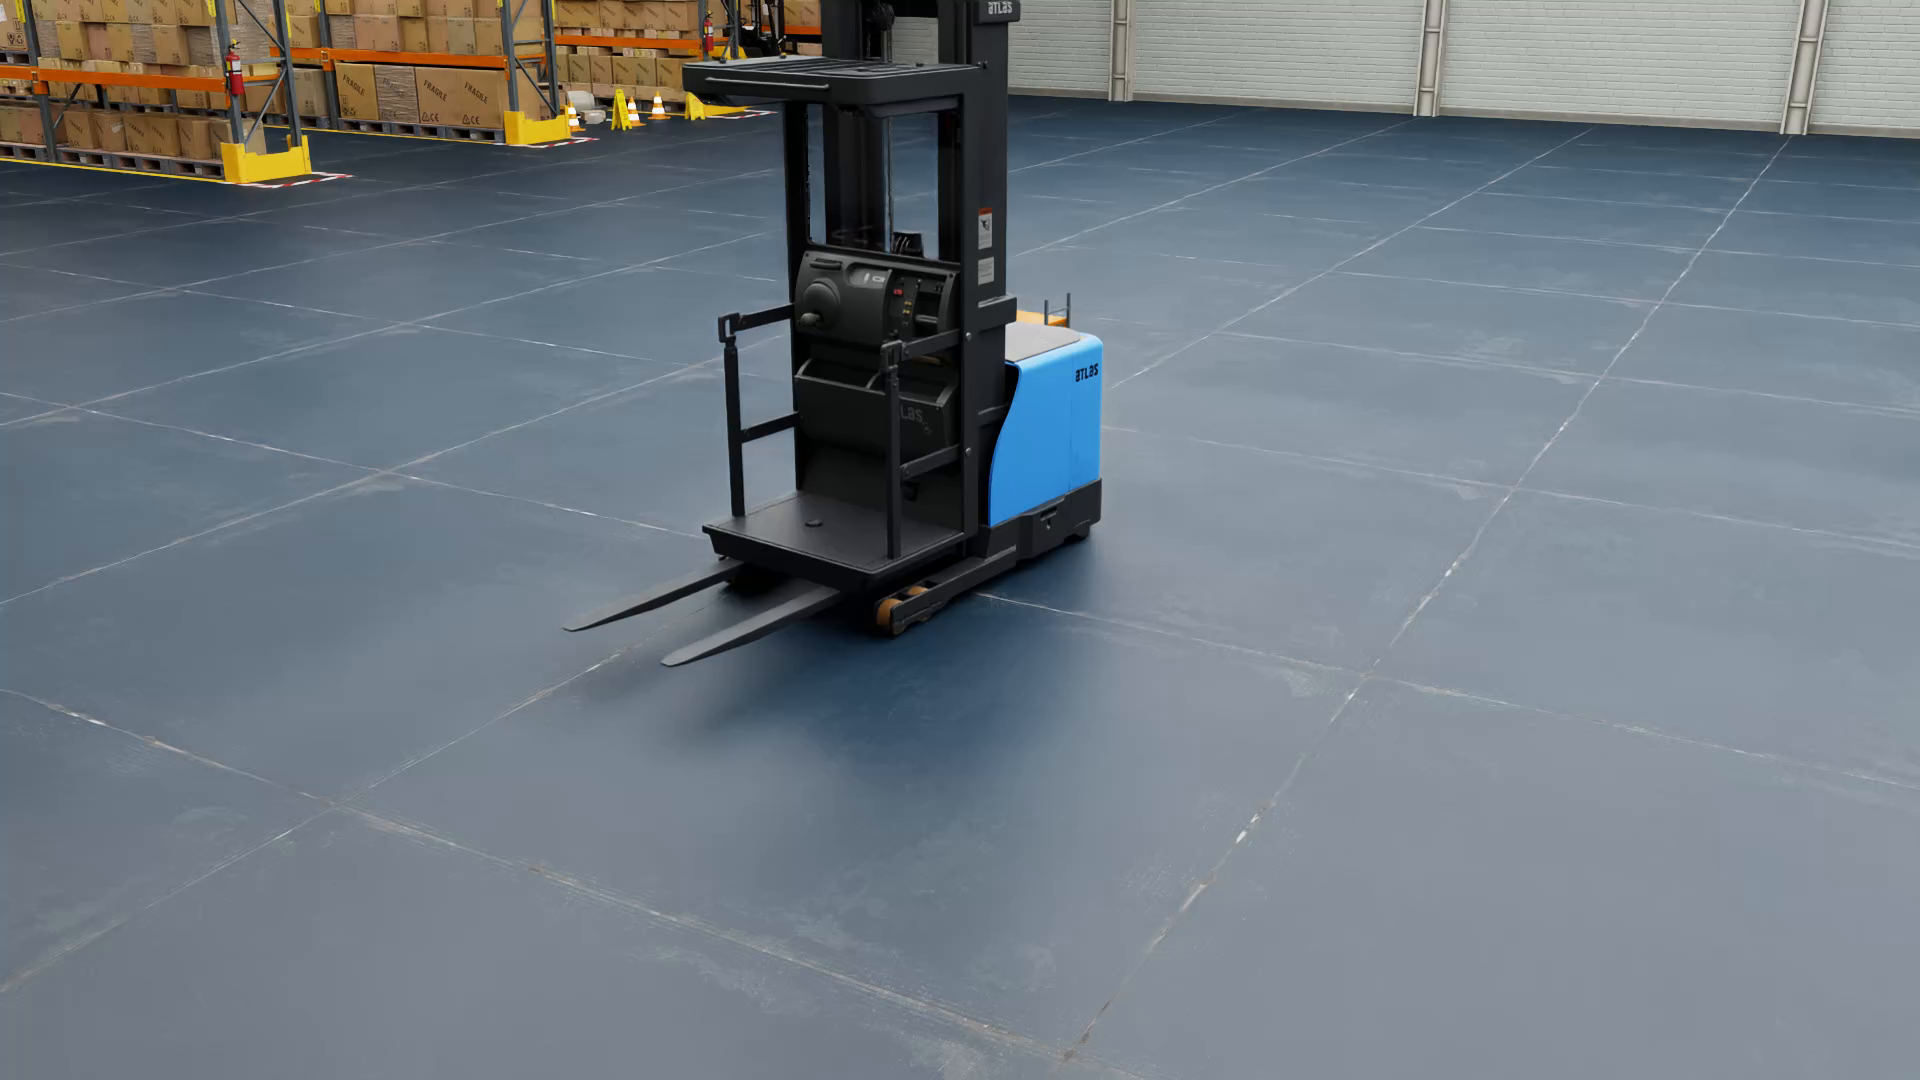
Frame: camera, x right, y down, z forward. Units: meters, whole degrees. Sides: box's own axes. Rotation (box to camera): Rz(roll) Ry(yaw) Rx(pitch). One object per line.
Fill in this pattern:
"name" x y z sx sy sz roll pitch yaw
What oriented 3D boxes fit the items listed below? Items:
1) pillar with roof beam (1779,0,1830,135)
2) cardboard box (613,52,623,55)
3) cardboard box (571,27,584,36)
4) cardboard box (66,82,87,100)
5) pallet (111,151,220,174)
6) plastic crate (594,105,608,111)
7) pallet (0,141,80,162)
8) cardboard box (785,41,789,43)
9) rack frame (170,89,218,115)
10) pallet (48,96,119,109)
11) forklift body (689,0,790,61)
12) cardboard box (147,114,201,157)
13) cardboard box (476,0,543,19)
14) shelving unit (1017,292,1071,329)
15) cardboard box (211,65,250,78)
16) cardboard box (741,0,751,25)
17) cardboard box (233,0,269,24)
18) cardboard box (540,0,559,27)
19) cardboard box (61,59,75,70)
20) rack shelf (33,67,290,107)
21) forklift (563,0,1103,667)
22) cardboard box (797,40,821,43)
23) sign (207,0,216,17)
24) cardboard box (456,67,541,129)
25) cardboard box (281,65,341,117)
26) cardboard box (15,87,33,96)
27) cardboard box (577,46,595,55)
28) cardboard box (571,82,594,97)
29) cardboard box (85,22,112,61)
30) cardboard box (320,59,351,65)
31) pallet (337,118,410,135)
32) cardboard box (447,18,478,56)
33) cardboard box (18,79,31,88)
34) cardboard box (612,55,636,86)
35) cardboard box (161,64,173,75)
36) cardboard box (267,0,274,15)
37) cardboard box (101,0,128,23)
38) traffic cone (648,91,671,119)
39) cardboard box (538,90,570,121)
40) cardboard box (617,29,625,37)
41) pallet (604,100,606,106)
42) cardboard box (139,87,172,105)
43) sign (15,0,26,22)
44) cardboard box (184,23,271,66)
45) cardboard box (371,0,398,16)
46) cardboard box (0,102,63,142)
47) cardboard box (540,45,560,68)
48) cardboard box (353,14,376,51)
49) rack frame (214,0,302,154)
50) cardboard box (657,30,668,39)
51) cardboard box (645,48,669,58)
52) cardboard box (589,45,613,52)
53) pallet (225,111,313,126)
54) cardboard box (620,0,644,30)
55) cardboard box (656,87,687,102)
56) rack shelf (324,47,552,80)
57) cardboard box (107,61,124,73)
"pillar with roof beam" 11.536 -9.600 22.135 0.400 9.000 9.100 11 23 27
"cardboard box" -6.281 -8.928 31.396 0.500 0.500 0.500 12 23 30
"cardboard box" -7.010 -9.479 30.966 0.250 0.149 0.380 12 23 29
"cardboard box" -16.151 -8.431 30.759 0.500 0.500 0.500 12 23 30
"pallet" -10.980 -5.293 23.148 1.213 0.211 1.003 11 23 27
"plastic crate" -6.849 -7.980 30.748 0.583 0.080 0.402 3 20 9
"pallet" -13.333 -5.726 24.341 1.213 0.211 1.003 11 23 27
"cardboard box" -3.797 -10.280 34.757 0.500 0.250 0.500 10 22 26
"rack frame" -13.638 -9.033 29.368 0.127 3.000 1.000 11 23 27
"pallet" -16.449 -8.258 31.321 1.213 0.211 1.003 11 23 27
"forklift body" -4.455 -10.044 33.401 1.214 2.155 2.313 11 23 27
"cardboard box" -10.773 -5.573 22.879 0.500 0.500 0.500 13 24 32
"cardboard box" -6.958 -8.354 25.692 0.550 0.550 0.875 11 23 27
"shelving unit" 0.333 -0.804 9.322 0.503 1.200 0.258 14 24 34
"cardboard box" -9.510 -6.111 21.680 0.250 0.149 0.380 11 23 27
"cardboard box" -4.237 -11.066 34.827 0.500 0.500 0.500 11 22 27
"cardboard box" -9.508 -7.072 21.913 0.500 0.500 0.500 11 23 27
"cardboard box" -7.571 -9.889 31.145 0.500 0.500 0.500 11 23 27
"cardboard box" -12.168 -6.586 22.990 0.250 0.149 0.380 11 23 27
"rack shelf" -10.907 -6.237 22.715 4.000 0.370 1.077 11 23 27
"forklift" -0.532 -1.132 7.686 1.130 2.935 3.031 15 25 35
"cardboard box" -3.107 -10.351 34.951 0.500 0.250 0.500 11 22 27
"sign" -9.449 -6.774 20.978 0.005 0.325 0.100 11 23 27
"cardboard box" -7.278 -6.994 26.248 0.875 0.875 0.875 11 23 28
"cardboard box" -10.731 -7.584 28.057 0.750 0.750 1.050 11 23 27
"cardboard box" -17.638 -8.519 31.516 0.250 0.149 0.380 11 23 28
"cardboard box" -6.907 -9.118 30.969 0.250 0.149 0.380 12 23 29
"cardboard box" -6.965 -8.499 31.312 0.500 0.250 0.500 12 23 30
"cardboard box" -11.385 -6.855 22.780 0.500 0.500 0.875 11 23 27
"cardboard box" -12.651 -10.011 34.565 0.875 0.875 0.875 11 23 28
"pallet" -9.520 -6.907 27.597 1.213 0.211 1.003 11 23 27
"cardboard box" -7.490 -7.906 26.042 0.550 0.550 0.875 11 23 27
"cardboard box" -17.560 -8.653 31.449 0.250 0.149 0.380 11 23 28
"cardboard box" -6.049 -8.678 30.705 0.500 0.500 0.500 10 22 26
"cardboard box" -10.380 -6.279 22.143 0.250 0.149 0.380 11 23 27
"cardboard box" -11.473 -9.135 28.035 0.500 0.500 0.700 11 23 28
"cardboard box" -11.068 -7.168 22.179 0.500 0.500 0.500 11 23 27
"traffic cone" -5.332 -7.688 29.380 0.334 0.463 0.336 11 23 27
"cardboard box" -7.096 -7.558 28.962 0.637 0.503 0.797 -4 20 -10
"cardboard box" -6.083 -9.333 30.564 0.250 0.149 0.380 11 23 27
"pallet" -7.216 -8.446 31.839 1.213 0.211 1.003 11 23 27
"cardboard box" -14.340 -8.087 29.810 0.500 0.500 0.500 11 23 27
"sign" -12.920 -7.286 22.855 0.005 0.325 0.100 11 23 27
"cardboard box" -9.627 -6.529 21.883 0.500 0.500 0.875 11 23 27
"cardboard box" -8.899 -8.687 26.610 0.550 0.550 0.875 11 23 27
"cardboard box" -13.585 -6.133 24.394 0.500 0.500 0.700 11 22 27
"cardboard box" -9.368 -11.030 37.924 0.500 0.500 0.500 12 23 29
"cardboard box" -9.326 -8.296 27.116 0.550 0.550 0.875 11 23 27
"rack frame" -9.160 -6.243 21.676 0.127 3.000 1.000 11 23 27
"cardboard box" -5.247 -9.131 30.008 0.250 0.149 0.380 10 22 26
"cardboard box" -5.507 -8.852 30.234 0.250 0.149 0.380 12 23 29
"cardboard box" -7.782 -10.869 37.295 0.625 0.625 0.875 12 23 29
"pallet" -11.925 -7.365 28.860 1.213 0.211 1.003 11 23 27
"cardboard box" -5.806 -9.557 30.229 0.500 0.500 0.500 11 23 27
"cardboard box" -5.185 -8.156 30.367 0.500 0.250 0.500 11 23 27
"rack shelf" -8.399 -7.697 26.740 4.000 0.370 1.077 11 23 27
"cardboard box" -11.296 -6.419 22.530 0.250 0.149 0.380 11 23 27
